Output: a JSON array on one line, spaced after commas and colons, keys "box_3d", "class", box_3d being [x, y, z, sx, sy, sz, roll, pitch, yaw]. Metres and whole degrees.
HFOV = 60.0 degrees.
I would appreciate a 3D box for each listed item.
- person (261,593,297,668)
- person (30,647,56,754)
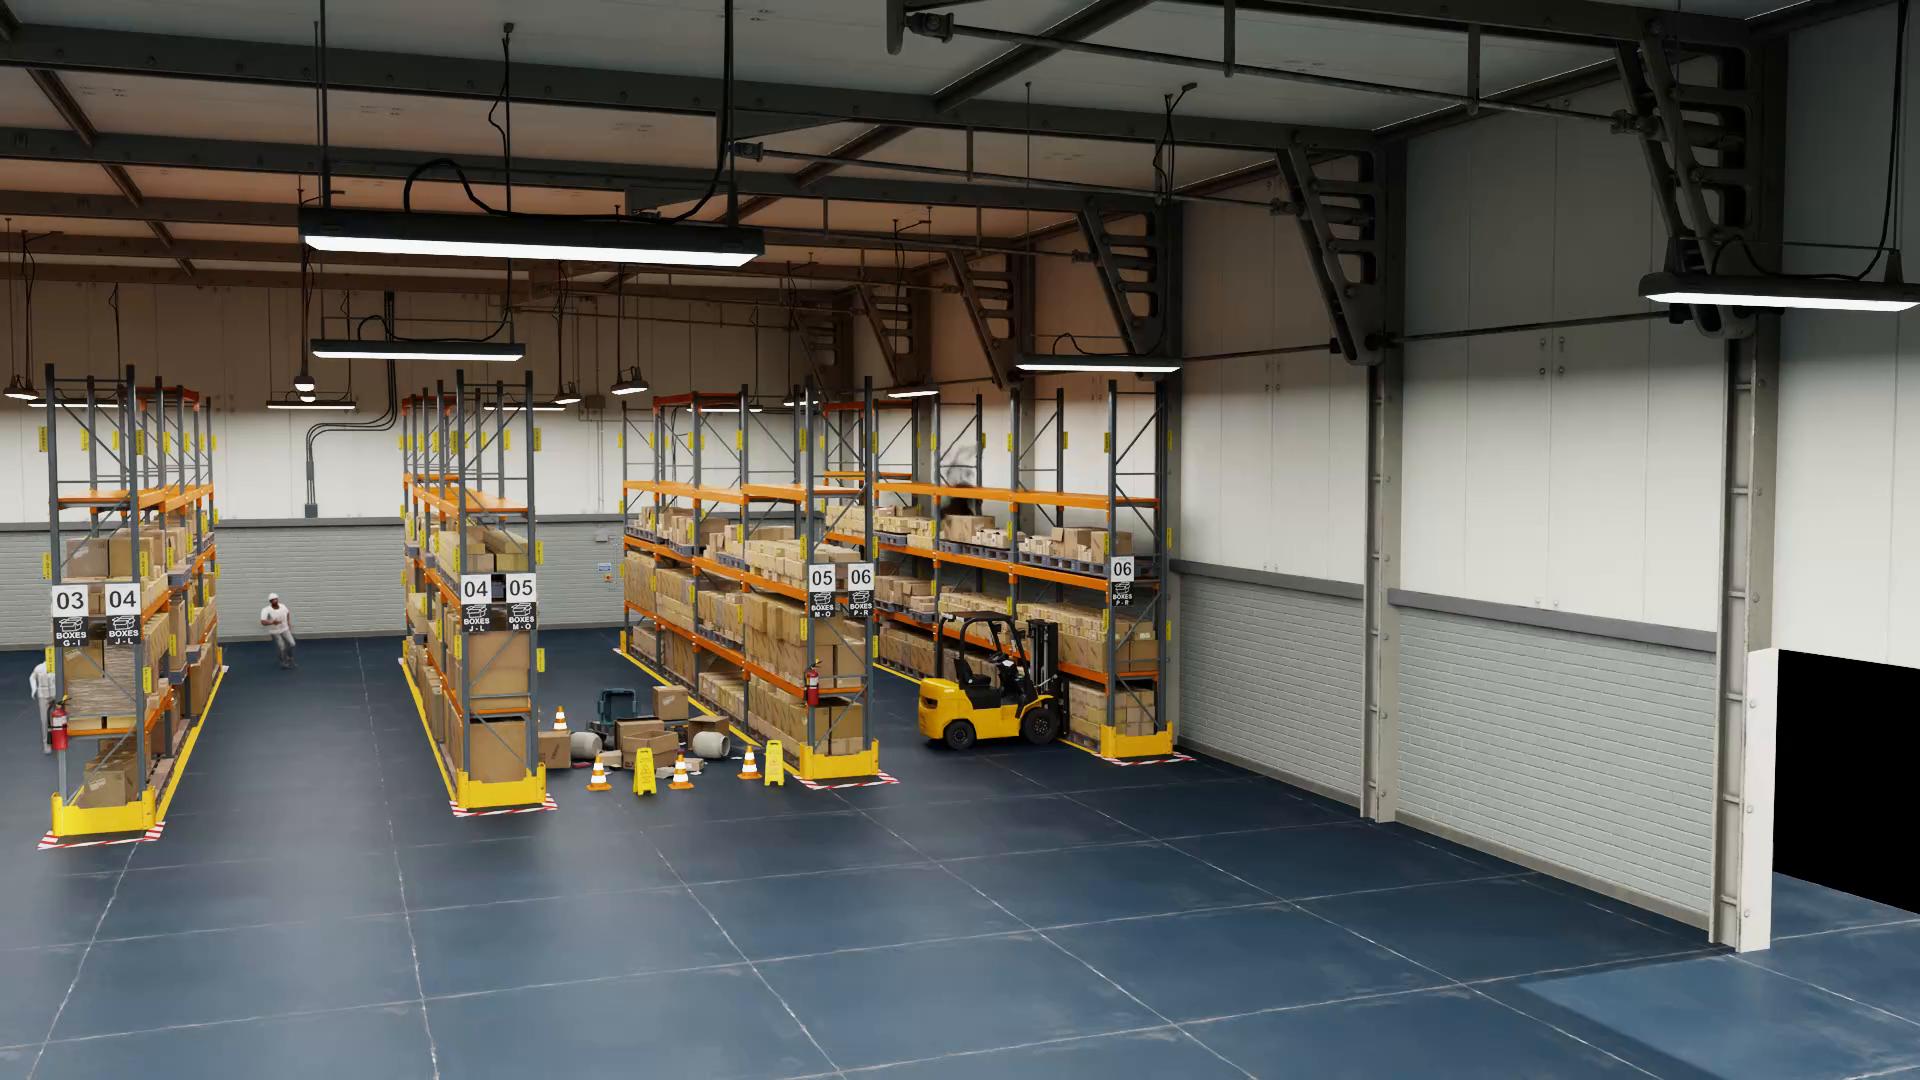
[{"box_3d": [-15.029, 2.007, 36.660, 0.629, 1.699, 0.770, 3, 5, 44], "class": "person"}, {"box_3d": [-14.736, 2.558, 26.959, 0.611, 1.681, 0.940, -2, 4, -26], "class": "person"}]
